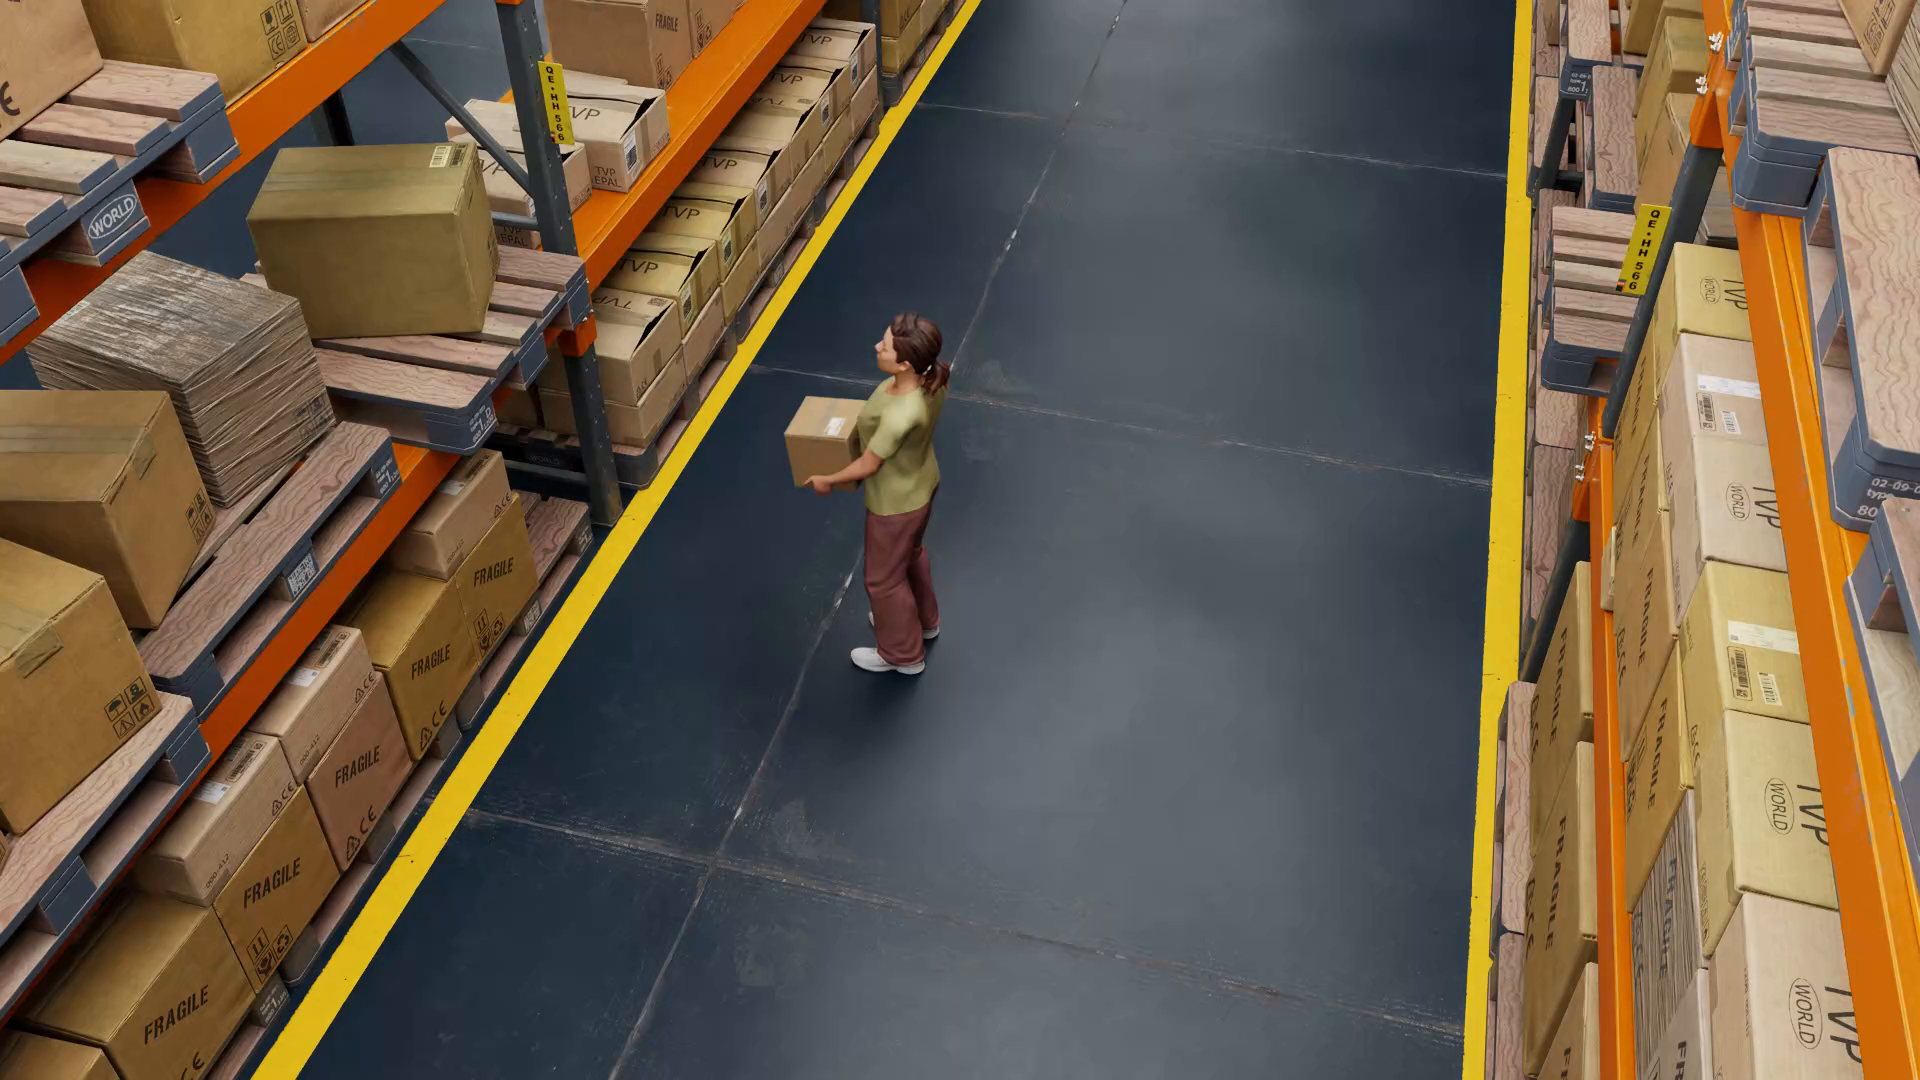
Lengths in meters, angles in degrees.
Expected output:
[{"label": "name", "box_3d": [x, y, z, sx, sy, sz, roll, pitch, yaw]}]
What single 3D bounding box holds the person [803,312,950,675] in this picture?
[{"label": "person", "box_3d": [-0.294, -0.179, 6.378, 0.554, 1.655, 0.426, 10, 42, 12]}]
